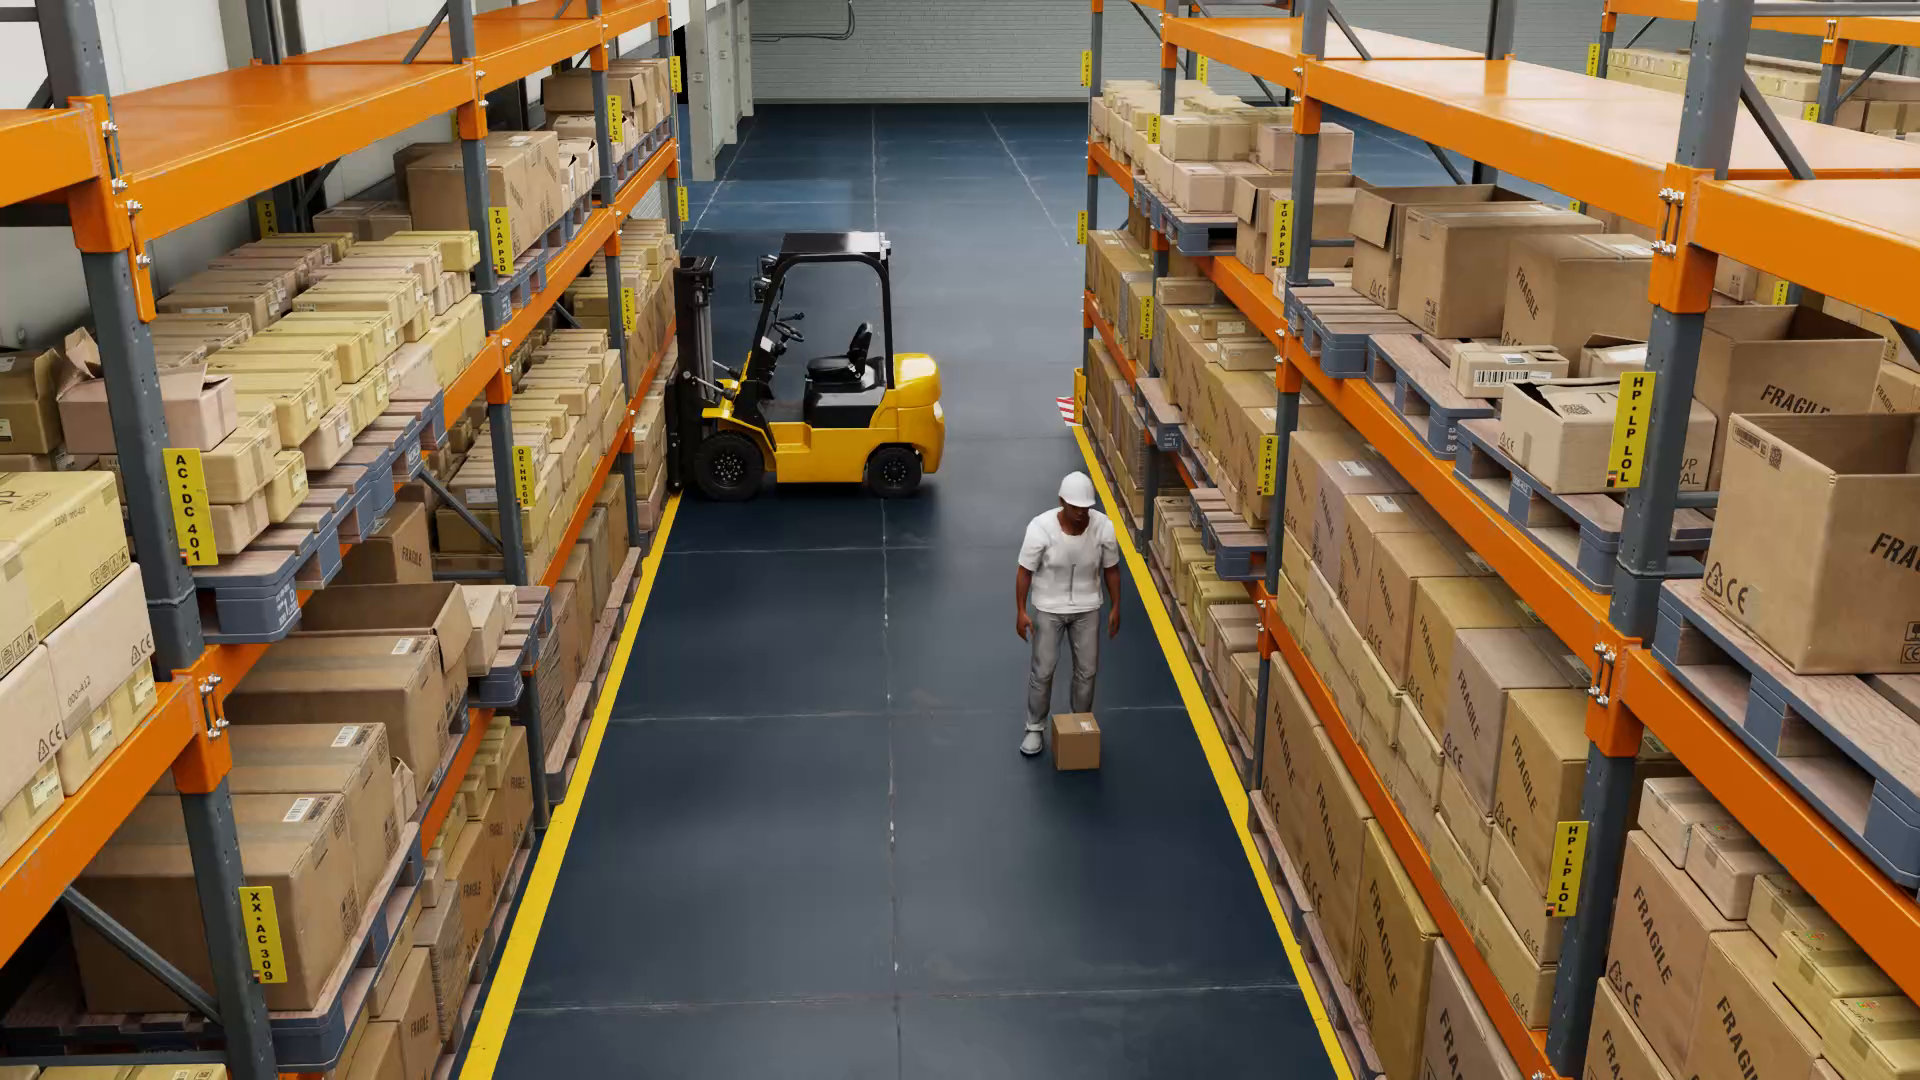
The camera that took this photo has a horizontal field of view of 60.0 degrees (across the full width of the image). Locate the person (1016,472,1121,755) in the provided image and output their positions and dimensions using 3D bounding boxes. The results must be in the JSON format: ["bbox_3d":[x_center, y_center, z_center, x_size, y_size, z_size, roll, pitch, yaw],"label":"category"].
[{"bbox_3d":[0.646,0.423,9.905,0.638,1.760,0.458,-2,20,-6],"label":"person"}]
